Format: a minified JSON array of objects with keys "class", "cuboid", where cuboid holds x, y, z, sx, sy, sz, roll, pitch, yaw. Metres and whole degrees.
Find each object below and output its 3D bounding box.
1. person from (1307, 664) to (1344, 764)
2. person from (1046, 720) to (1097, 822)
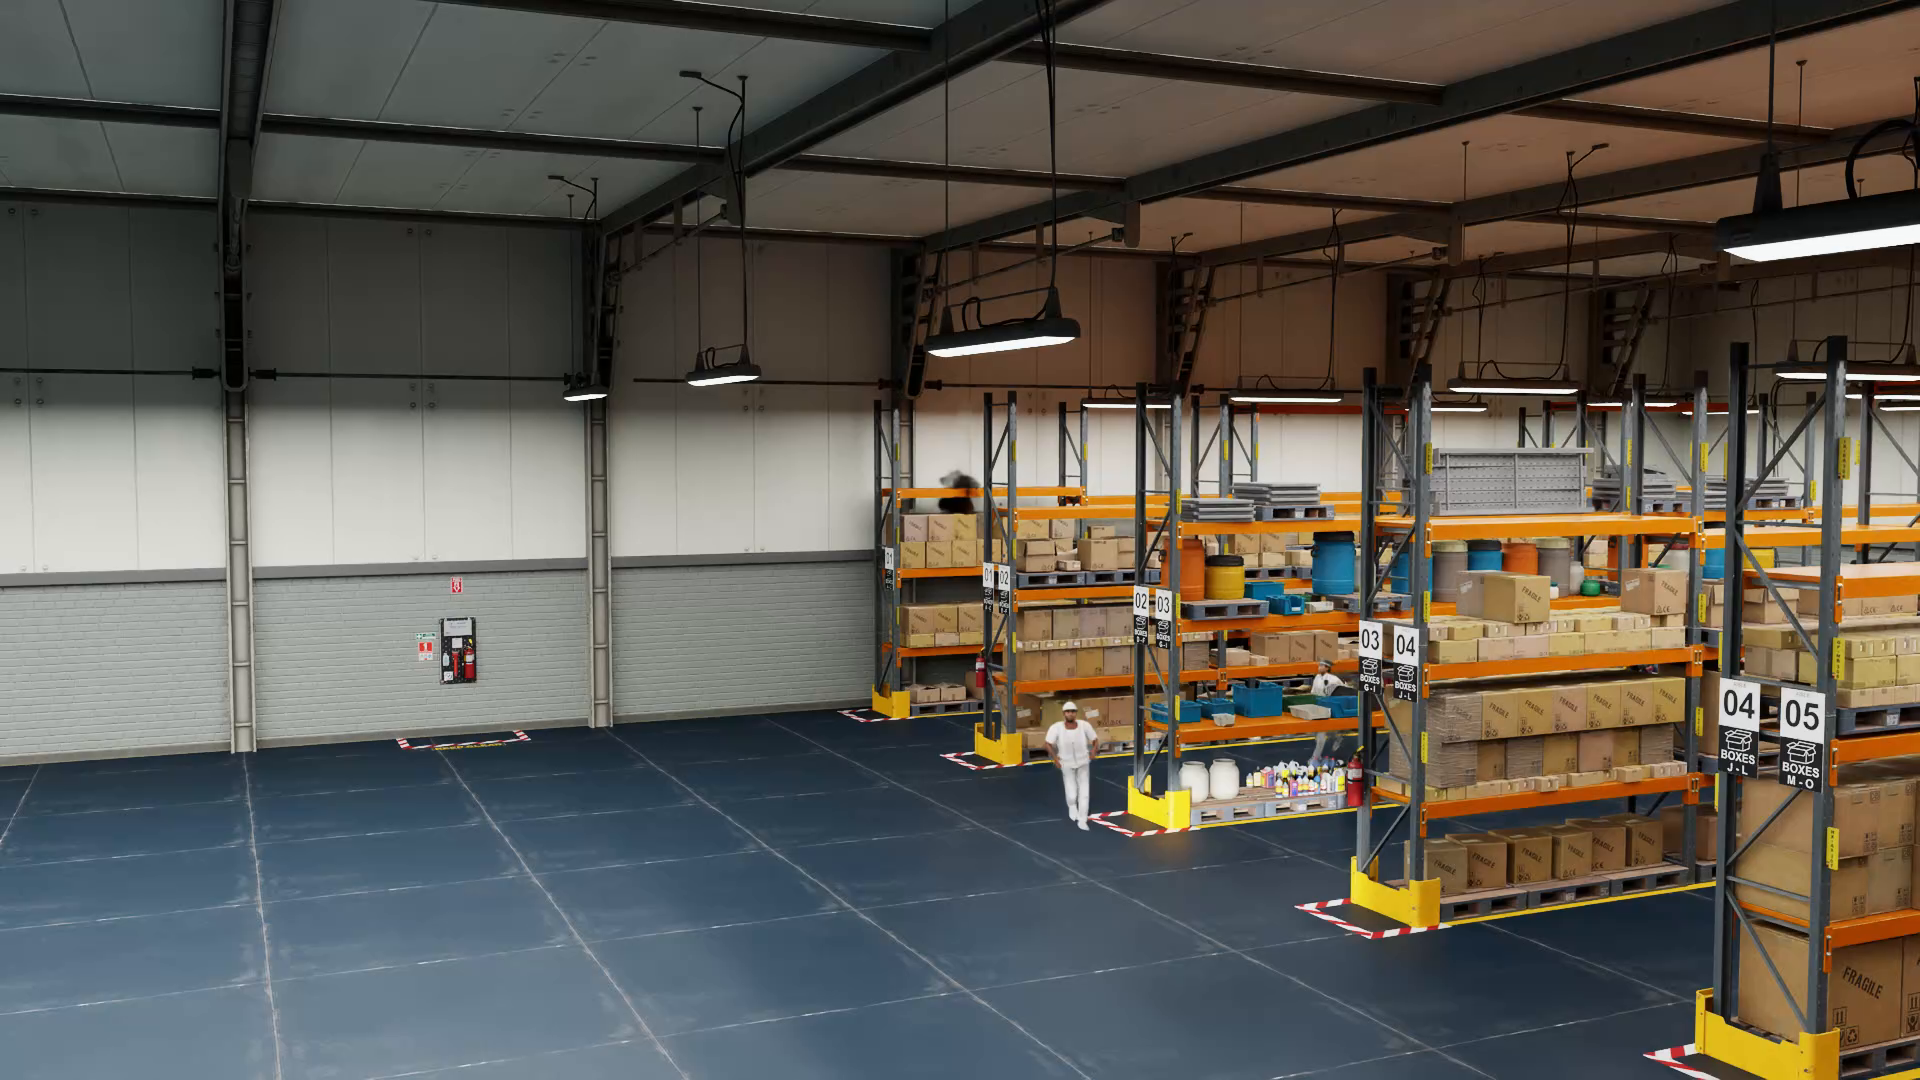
[{"class":"person","cuboid":[5.998,2.773,27.083,0.914,1.658,0.624,-2,4,-33]},{"class":"person","cuboid":[1.505,3.109,22.350,0.694,1.386,0.509,0,3,-5]}]
